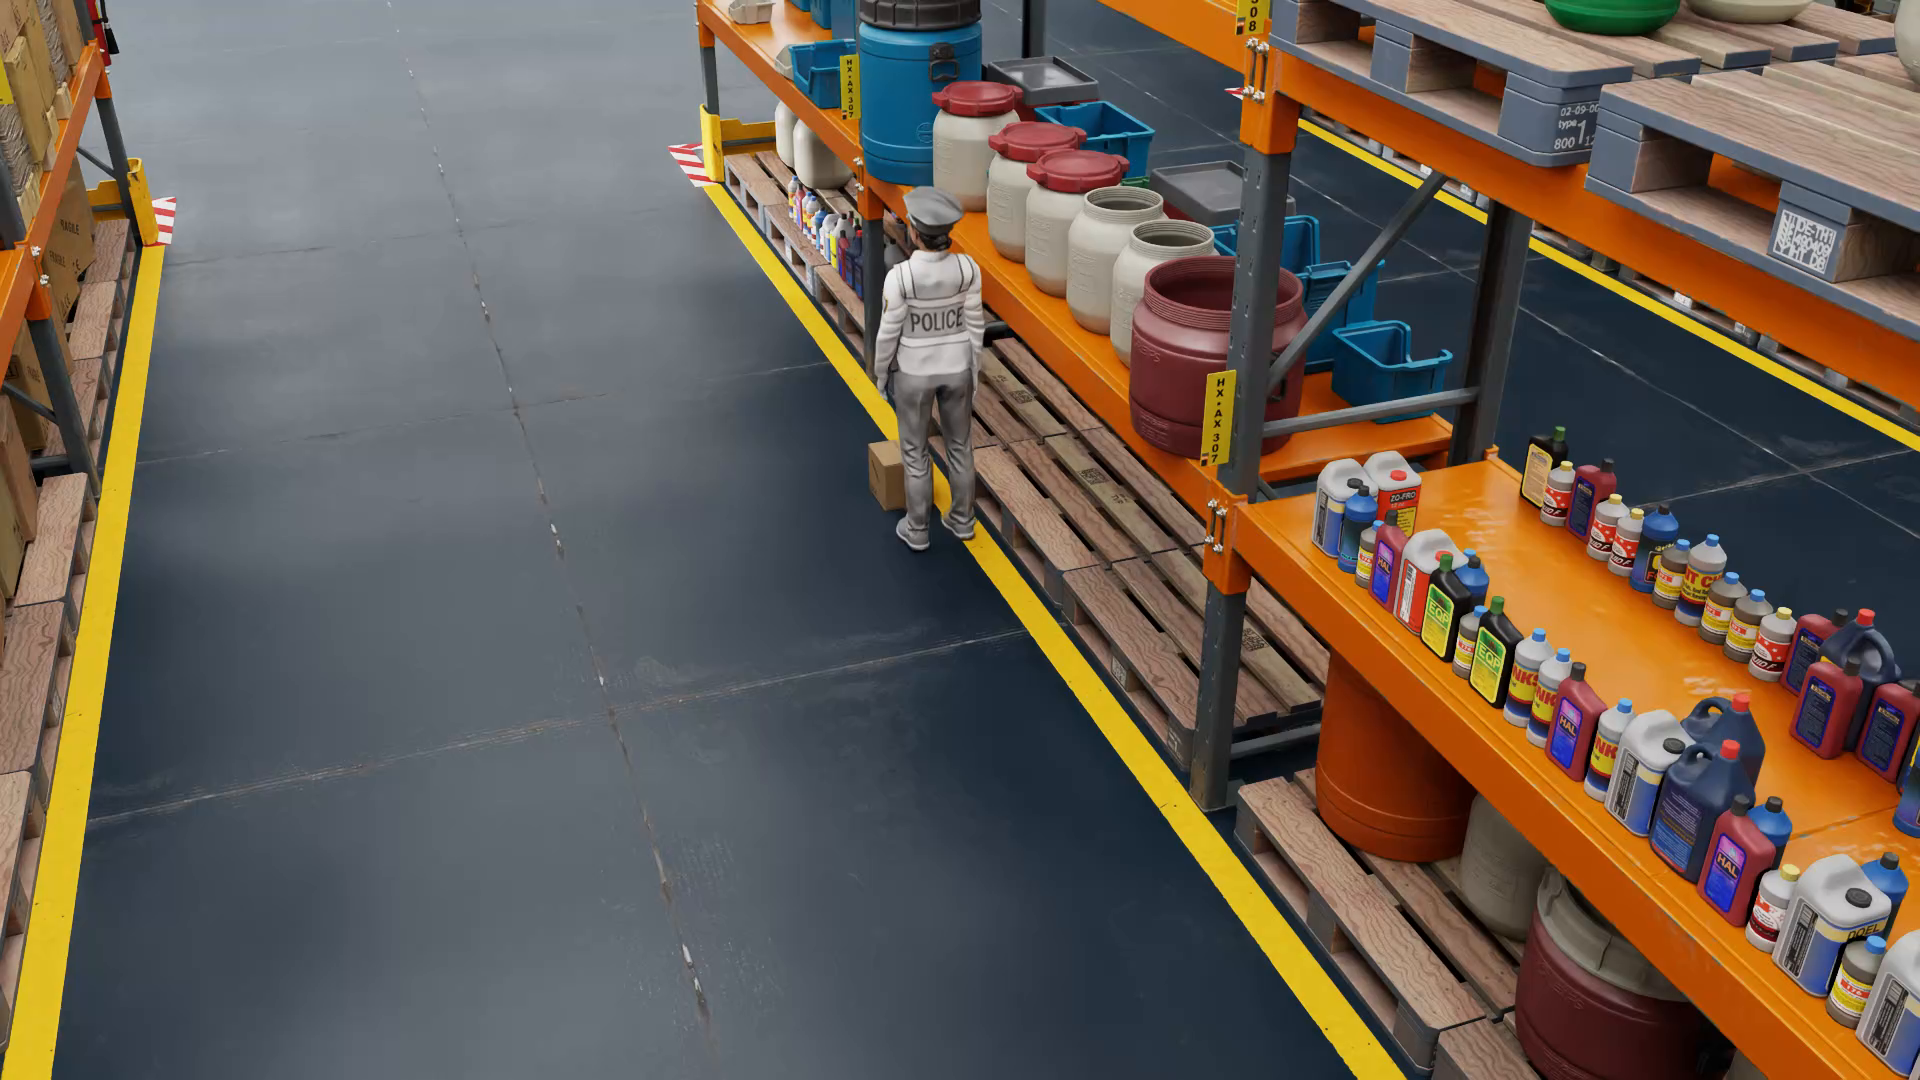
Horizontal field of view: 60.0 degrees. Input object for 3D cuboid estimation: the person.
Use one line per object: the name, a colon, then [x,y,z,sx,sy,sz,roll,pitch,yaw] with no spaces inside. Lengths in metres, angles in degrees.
person: [-0.142,-0.734,7.365,0.483,1.701,0.386,-10,31,-17]
